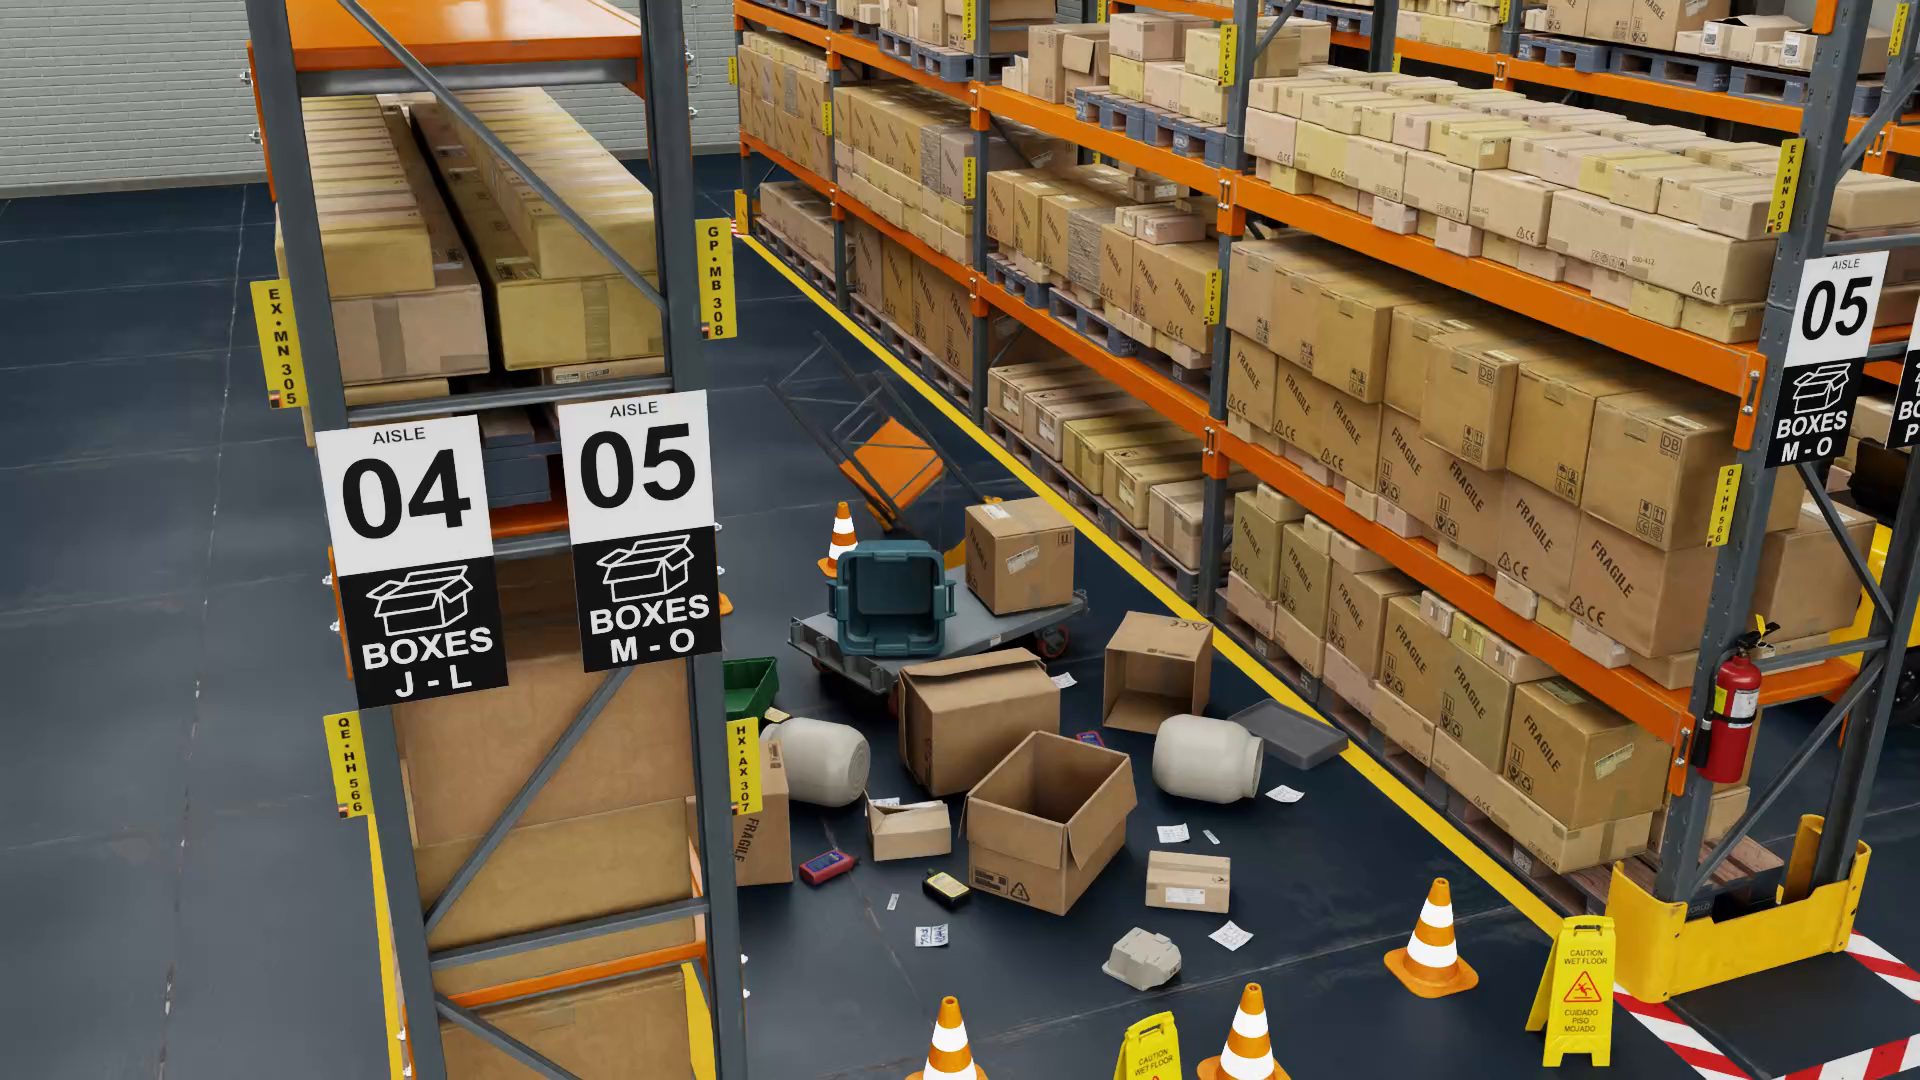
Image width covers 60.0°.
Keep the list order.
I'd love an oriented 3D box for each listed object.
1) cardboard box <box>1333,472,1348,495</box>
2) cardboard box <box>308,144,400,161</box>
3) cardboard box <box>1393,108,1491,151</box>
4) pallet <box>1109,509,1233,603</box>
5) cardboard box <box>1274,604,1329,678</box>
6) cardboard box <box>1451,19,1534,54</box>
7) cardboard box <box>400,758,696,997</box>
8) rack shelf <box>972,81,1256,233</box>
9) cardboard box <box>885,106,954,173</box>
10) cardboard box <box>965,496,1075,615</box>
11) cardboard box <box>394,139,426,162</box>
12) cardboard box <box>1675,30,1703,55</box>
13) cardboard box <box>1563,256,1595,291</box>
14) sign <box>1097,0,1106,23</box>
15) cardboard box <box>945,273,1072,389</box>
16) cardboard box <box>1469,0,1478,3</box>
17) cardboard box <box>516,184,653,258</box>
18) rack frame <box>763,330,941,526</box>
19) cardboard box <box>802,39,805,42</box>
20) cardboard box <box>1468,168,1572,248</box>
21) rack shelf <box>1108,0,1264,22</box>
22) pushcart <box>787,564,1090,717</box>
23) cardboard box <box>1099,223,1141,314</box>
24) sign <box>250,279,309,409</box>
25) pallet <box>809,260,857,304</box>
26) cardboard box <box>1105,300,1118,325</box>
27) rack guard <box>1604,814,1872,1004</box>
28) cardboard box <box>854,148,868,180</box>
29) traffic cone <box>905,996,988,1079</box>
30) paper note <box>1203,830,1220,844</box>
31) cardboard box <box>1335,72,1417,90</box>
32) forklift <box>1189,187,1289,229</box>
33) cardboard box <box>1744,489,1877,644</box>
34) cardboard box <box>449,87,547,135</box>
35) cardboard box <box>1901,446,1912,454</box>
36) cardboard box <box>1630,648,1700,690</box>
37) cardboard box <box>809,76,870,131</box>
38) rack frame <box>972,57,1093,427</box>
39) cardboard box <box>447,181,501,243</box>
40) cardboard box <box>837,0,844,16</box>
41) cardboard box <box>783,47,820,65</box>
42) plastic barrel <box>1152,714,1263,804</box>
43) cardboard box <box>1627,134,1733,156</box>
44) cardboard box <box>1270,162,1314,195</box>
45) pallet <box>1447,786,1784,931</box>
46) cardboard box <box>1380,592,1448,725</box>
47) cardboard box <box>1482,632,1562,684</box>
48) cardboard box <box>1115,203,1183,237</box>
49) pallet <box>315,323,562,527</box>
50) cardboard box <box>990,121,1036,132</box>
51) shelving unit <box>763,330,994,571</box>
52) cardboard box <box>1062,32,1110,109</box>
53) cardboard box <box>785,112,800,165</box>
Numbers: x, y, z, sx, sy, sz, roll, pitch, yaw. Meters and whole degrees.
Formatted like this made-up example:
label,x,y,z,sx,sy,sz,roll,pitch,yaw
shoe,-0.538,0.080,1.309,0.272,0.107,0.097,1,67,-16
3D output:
label,x,y,z,sx,sy,sz,roll,pitch,yaw
cardboard box,2.255,-0.333,9.002,0.380,0.149,0.250,-8,24,-19
cardboard box,-2.062,-1.214,5.533,0.380,0.149,0.250,-9,24,-20
cardboard box,2.323,-1.981,8.022,0.380,0.149,0.250,-9,24,-20
pallet,1.729,0.031,11.405,1.003,0.211,1.213,-8,24,-19
cardboard box,2.161,0.546,9.593,0.500,0.250,0.500,-7,24,-16
cardboard box,4.827,-4.574,15.070,0.500,0.250,0.500,-9,25,-21
cardboard box,-1.350,1.000,5.322,0.875,0.550,0.550,-8,24,-19
rack shelf,1.299,-2.749,11.474,1.077,0.370,4.000,-8,24,-19
cardboard box,-0.365,-3.635,15.097,0.500,0.500,0.500,-9,24,-20
cardboard box,0.351,0.086,9.926,0.500,0.500,0.500,-8,24,-19
cardboard box,-2.320,-1.363,6.400,0.500,0.250,0.500,-9,24,-20
cardboard box,5.703,-3.798,12.691,0.380,0.149,0.250,-9,24,-20
cardboard box,2.823,-1.164,7.112,0.380,0.149,0.250,-8,24,-19
sign,1.101,-4.119,13.133,0.100,0.325,0.005,-8,24,-19
cardboard box,0.426,-1.902,14.595,0.875,0.875,0.875,-9,24,-19
cardboard box,4.843,-4.936,15.033,0.380,0.149,0.250,-9,25,-21
cardboard box,-1.084,-0.932,4.864,0.380,0.149,0.250,-8,24,-19
rack frame,-0.724,-0.753,11.535,0.500,1.500,0.032,-43,33,-5
cardboard box,-1.637,-5.863,19.548,0.380,0.149,0.250,-9,24,-20
cardboard box,2.622,-1.488,7.367,0.500,0.250,0.500,-8,24,-18
rack shelf,3.115,-6.338,19.990,1.077,0.370,4.000,-8,24,-19
pushcart,-0.110,0.568,9.917,1.648,0.377,0.936,-18,29,-37
cardboard box,1.275,-1.853,11.232,0.500,0.500,0.500,-7,24,-17
sign,-1.689,-0.487,4.142,0.100,0.325,0.005,-8,24,-19
pallet,-1.016,-2.880,18.312,1.003,0.211,1.213,-8,24,-19
cardboard box,1.219,-1.571,11.398,0.380,0.149,0.250,-8,24,-19
rack guard,3.392,1.606,7.296,1.175,0.500,0.348,-8,24,-19
cardboard box,-0.718,-3.655,16.110,0.500,0.250,0.500,-8,24,-18
traffic cone,-0.036,1.979,6.459,0.336,0.463,0.334,-8,24,-19
paper note,1.247,1.472,8.244,0.032,0.001,0.123,-8,24,-19
cardboard box,2.322,-2.520,9.302,0.380,0.149,0.250,-8,24,-18
forklift,2.562,-2.787,14.590,3.031,2.935,1.130,-20,30,-39
cardboard box,3.511,0.088,7.166,0.500,0.500,0.500,-9,24,-20
cardboard box,-1.897,-1.766,6.843,0.380,0.149,0.250,-8,24,-18
cardboard box,6.697,-0.635,11.107,0.500,0.250,0.500,-8,24,-19
cardboard box,3.087,0.491,7.046,0.380,0.149,0.250,-8,24,-17
cardboard box,-1.245,-4.519,17.193,0.500,0.500,0.500,-9,24,-19
rack frame,0.593,-2.425,13.641,1.000,3.000,0.127,-8,24,-19
cardboard box,-1.466,-1.070,5.706,0.500,0.250,0.500,-9,24,-19
cardboard box,-0.971,-5.162,15.906,0.396,0.266,0.258,-9,24,-19
cardboard box,-1.720,-5.313,18.242,0.380,0.149,0.250,-8,24,-19
plastic barrel,1.273,1.126,8.533,0.512,0.421,0.421,8,24,18
cardboard box,3.153,-1.676,7.300,0.380,0.149,0.250,-8,24,-19
cardboard box,1.924,-1.988,9.066,0.380,0.149,0.250,-8,24,-19
pallet,3.138,1.439,8.064,1.003,0.211,1.213,-8,24,-19
cardboard box,2.533,0.581,8.544,0.500,0.500,0.500,-9,24,-20
cardboard box,2.699,0.531,7.826,0.380,0.149,0.250,-8,24,-17
cardboard box,1.257,-2.129,11.051,0.380,0.149,0.250,-9,25,-21
pallet,-1.448,-0.412,5.117,1.003,0.211,1.213,-8,24,-19
cardboard box,0.463,-3.323,14.357,0.500,0.500,0.500,-8,24,-19
shelving unit,-0.509,-0.580,11.119,0.587,1.500,1.083,-43,33,-5
cardboard box,1.158,-3.305,11.733,0.797,0.503,0.637,-8,24,-19
cardboard box,-1.602,-4.425,18.257,0.500,0.500,0.500,-9,24,-20
